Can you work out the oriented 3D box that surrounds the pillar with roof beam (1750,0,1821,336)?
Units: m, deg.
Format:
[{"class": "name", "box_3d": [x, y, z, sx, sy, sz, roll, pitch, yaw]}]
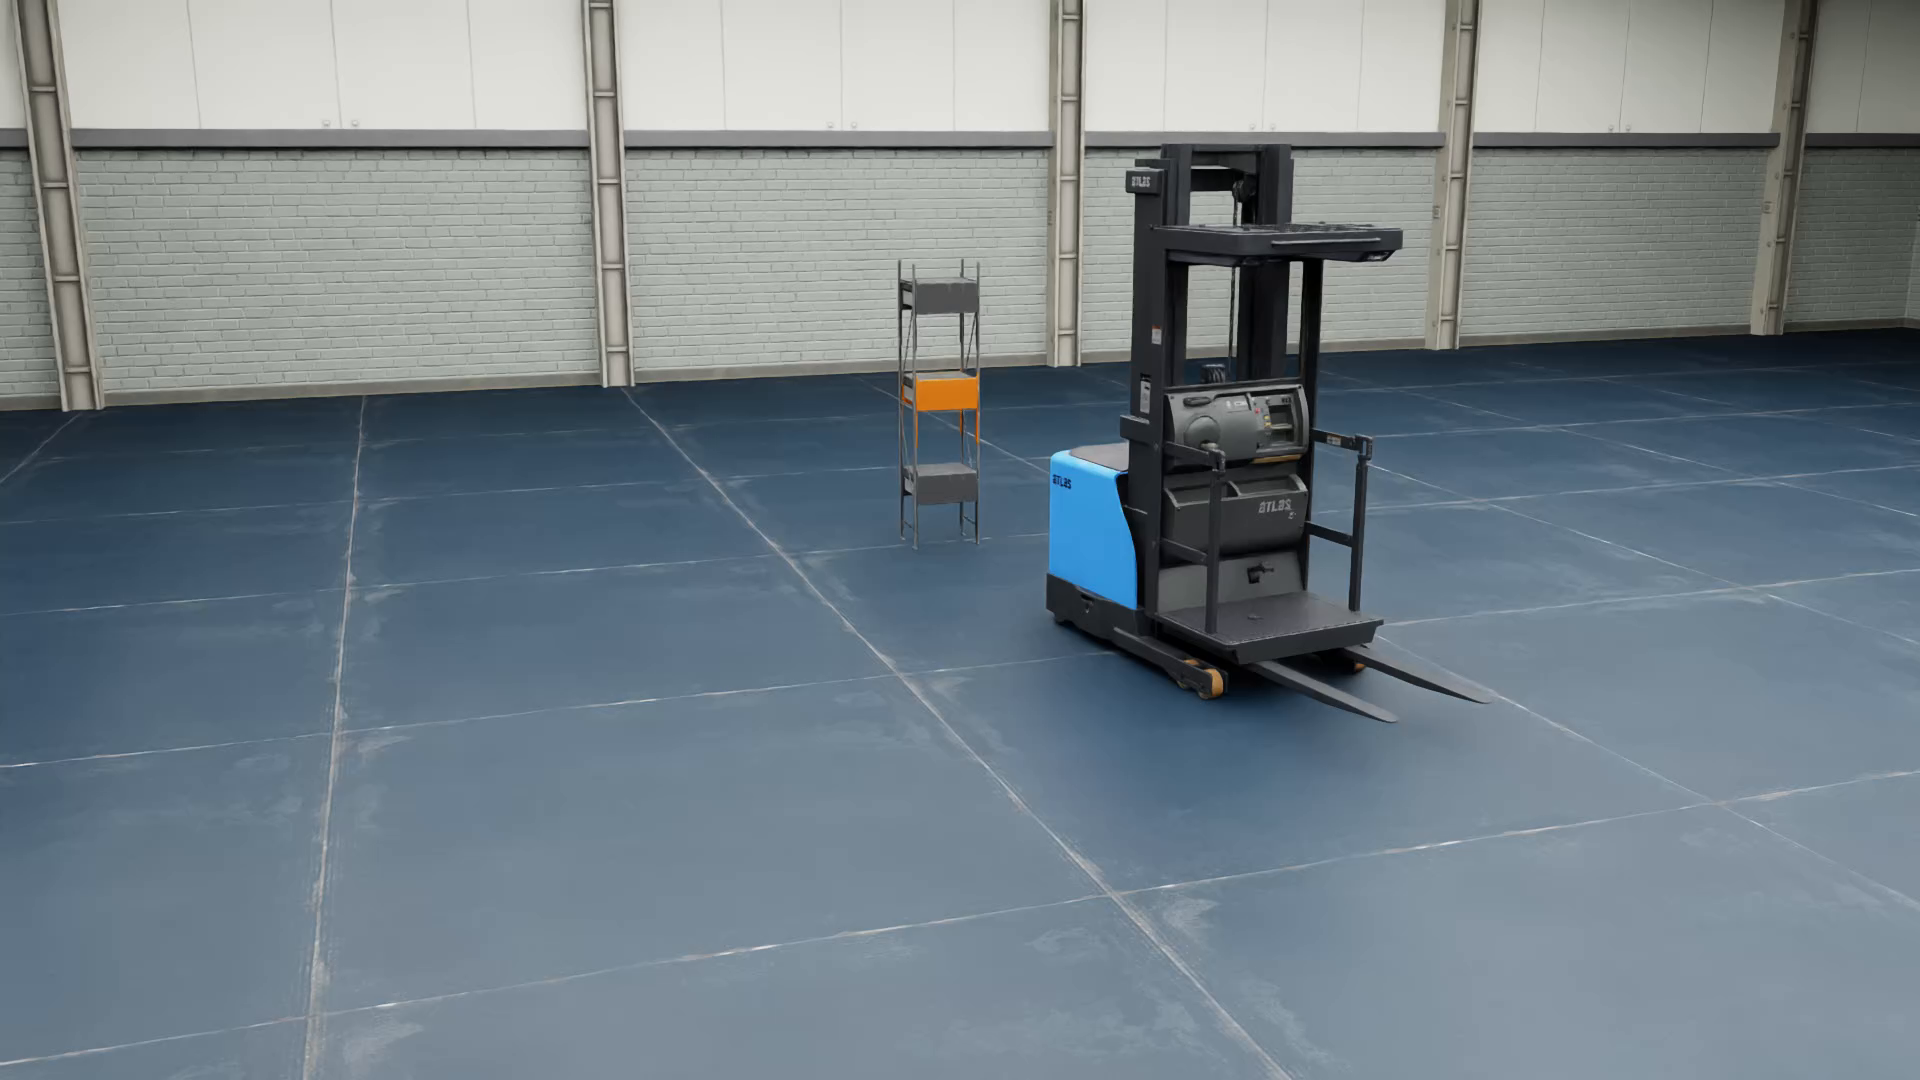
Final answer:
[{"class": "pillar with roof beam", "box_3d": [14.152, -6.699, 21.360, 0.400, 9.000, 9.100, -4, 14, -18]}]

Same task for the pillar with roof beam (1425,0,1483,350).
[{"class": "pillar with roof beam", "box_3d": [8.465, -6.256, 19.498, 0.400, 9.000, 9.100, -4, 14, -18]}]

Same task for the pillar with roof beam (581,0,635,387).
[{"class": "pillar with roof beam", "box_3d": [-2.908, -5.370, 15.774, 0.400, 9.000, 9.100, -4, 14, -18]}]

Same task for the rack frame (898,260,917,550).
[{"class": "rack frame", "box_3d": [-0.388, -0.991, 12.273, 0.015, 2.100, 0.400, -4, 14, -18]}]

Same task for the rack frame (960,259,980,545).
[{"class": "rack frame", "box_3d": [0.074, -1.027, 12.424, 0.015, 2.100, 0.400, -4, 14, -18]}]

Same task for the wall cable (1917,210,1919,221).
[{"class": "wall cable", "box_3d": [15.993, -6.060, 25.383, 0.112, 2.526, 3.097, -4, 14, -18]}]

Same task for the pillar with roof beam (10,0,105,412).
[{"class": "pillar with roof beam", "box_3d": [-8.595, -4.928, 13.913, 0.400, 9.000, 9.100, -4, 14, -18]}]

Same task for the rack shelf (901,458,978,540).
[{"class": "rack shelf", "box_3d": [-0.157, -0.315, 12.514, 0.480, 0.518, 0.431, -4, 14, -18]}]

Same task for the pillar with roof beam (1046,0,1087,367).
[{"class": "pillar with roof beam", "box_3d": [2.779, -5.813, 17.636, 0.400, 9.000, 9.100, -4, 14, -18]}]

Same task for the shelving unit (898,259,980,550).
[{"class": "shelving unit", "box_3d": [-0.157, -1.009, 12.348, 0.503, 2.100, 0.431, -4, 14, -18]}]

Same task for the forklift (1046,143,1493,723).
[{"class": "forklift", "box_3d": [1.669, -0.680, 9.167, 1.130, 2.935, 3.031, -7, 15, -27]}]

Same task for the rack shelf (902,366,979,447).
[{"class": "rack shelf", "box_3d": [-0.157, -0.996, 12.352, 0.480, 0.518, 0.431, -4, 14, -18]}]

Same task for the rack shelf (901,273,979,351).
[{"class": "rack shelf", "box_3d": [-0.157, -1.677, 12.190, 0.480, 0.518, 0.431, -4, 14, -18]}]
